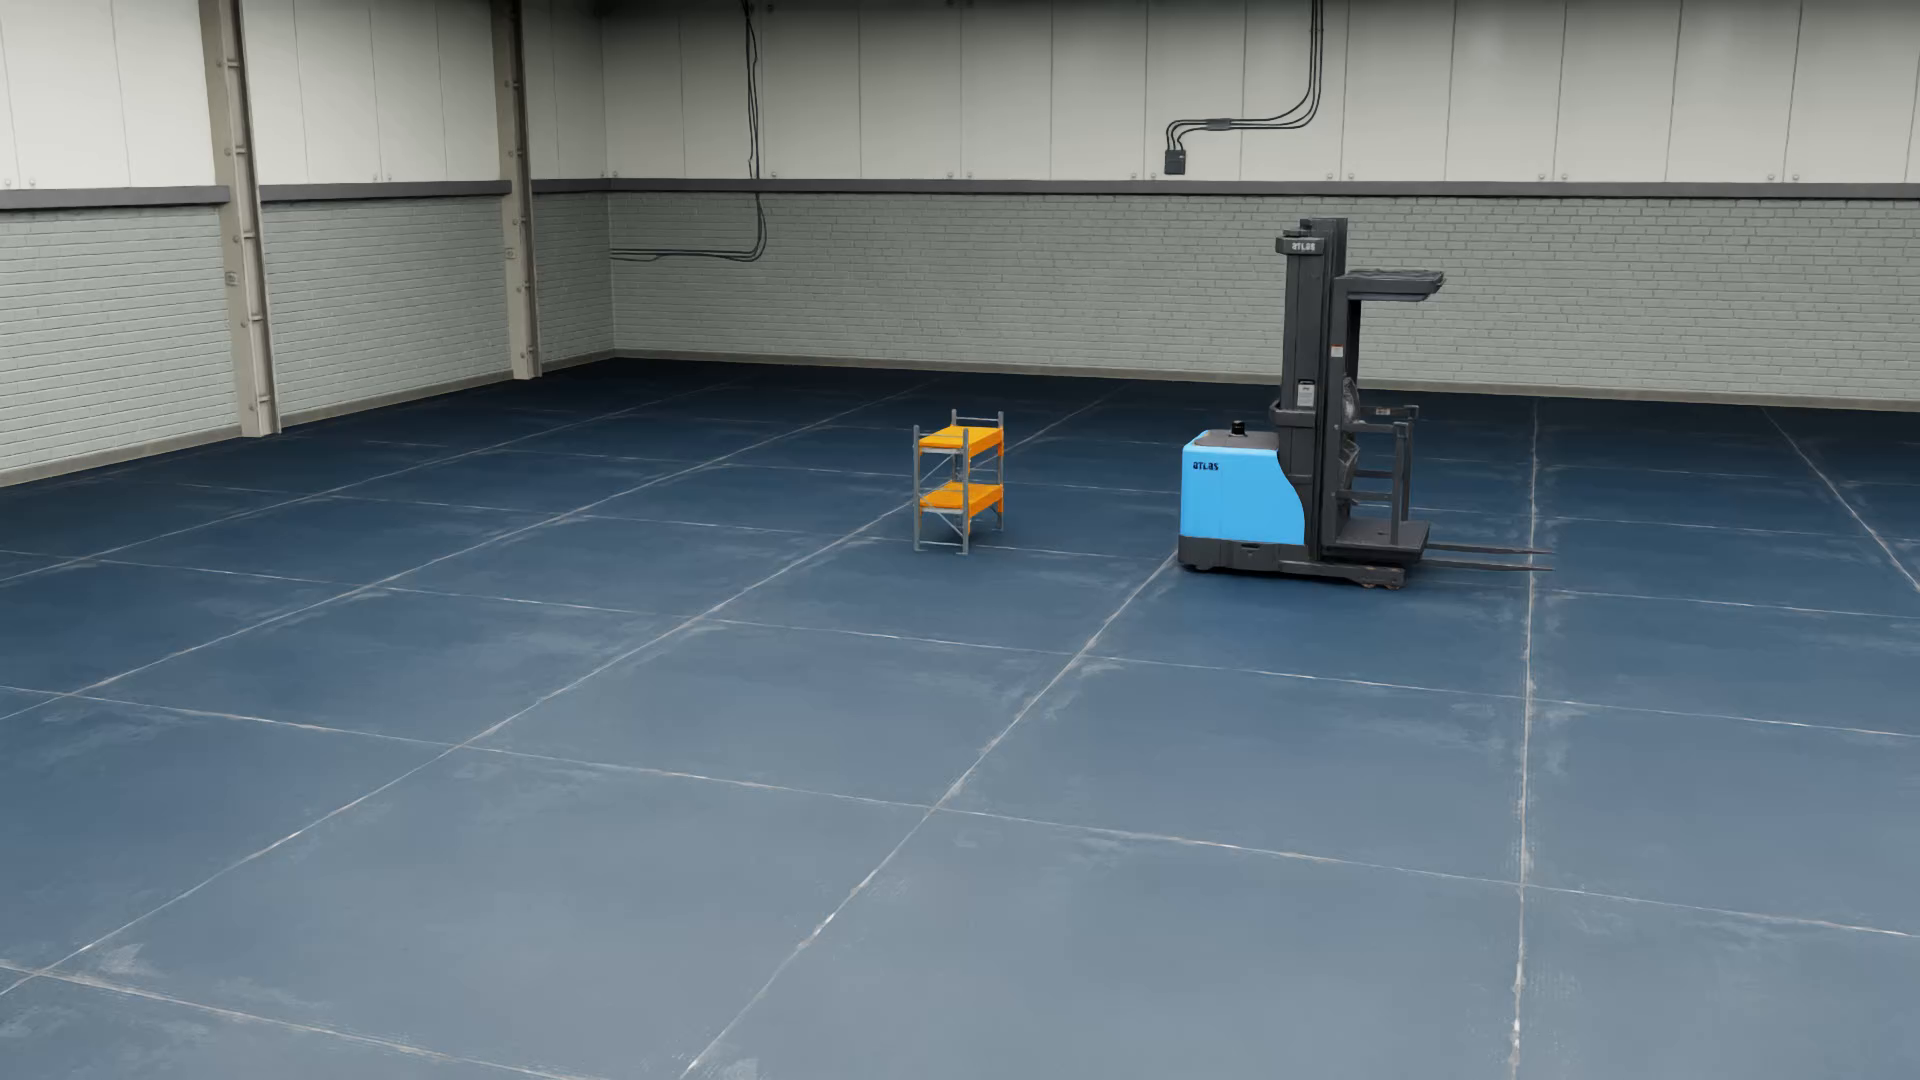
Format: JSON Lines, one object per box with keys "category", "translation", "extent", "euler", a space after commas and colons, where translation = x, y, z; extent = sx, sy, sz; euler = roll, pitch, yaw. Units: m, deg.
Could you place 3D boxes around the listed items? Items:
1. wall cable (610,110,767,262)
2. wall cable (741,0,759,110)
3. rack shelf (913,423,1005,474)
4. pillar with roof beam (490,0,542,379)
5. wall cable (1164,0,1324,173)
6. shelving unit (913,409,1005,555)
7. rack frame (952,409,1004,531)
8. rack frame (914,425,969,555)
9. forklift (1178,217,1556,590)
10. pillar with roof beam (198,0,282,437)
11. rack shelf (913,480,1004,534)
{"category": "wall cable", "translation": [-4.733, -6.003, 28.305], "extent": [3.097, 2.526, 0.112], "euler": [4, 14, 18]}
{"category": "wall cable", "translation": [-2.174, -8.270, 26.890], "extent": [3.097, 2.526, 0.112], "euler": [4, 14, 18]}
{"category": "rack shelf", "translation": [-0.002, -0.832, 15.053], "extent": [0.538, 0.278, 1.000], "euler": [4, 14, 18]}
{"category": "pillar with roof beam", "translation": [-2.864, -6.682, 24.301], "extent": [9.100, 9.000, 0.400], "euler": [4, 14, 18]}
{"category": "wall cable", "translation": [4.244, -8.488, 24.572], "extent": [2.305, 6.003, 0.169], "euler": [4, 14, 18]}
{"category": "shelving unit", "translation": [-0.002, -0.547, 15.119], "extent": [0.538, 1.125, 1.048], "euler": [4, 14, 18]}
{"category": "rack frame", "translation": [0.162, -0.654, 15.588], "extent": [0.500, 1.125, 0.032], "euler": [4, 14, 18]}
{"category": "rack frame", "translation": [-0.167, -0.440, 14.650], "extent": [0.500, 1.125, 0.032], "euler": [4, 14, 18]}
{"category": "forklift", "translation": [3.424, -1.160, 13.747], "extent": [3.031, 2.935, 1.130], "euler": [4, 14, 19]}
{"category": "pillar with roof beam", "translation": [-4.806, -5.418, 18.766], "extent": [9.100, 9.000, 0.400], "euler": [4, 14, 18]}
{"category": "rack shelf", "translation": [-0.002, -0.309, 15.173], "extent": [0.538, 0.278, 1.000], "euler": [4, 14, 18]}
